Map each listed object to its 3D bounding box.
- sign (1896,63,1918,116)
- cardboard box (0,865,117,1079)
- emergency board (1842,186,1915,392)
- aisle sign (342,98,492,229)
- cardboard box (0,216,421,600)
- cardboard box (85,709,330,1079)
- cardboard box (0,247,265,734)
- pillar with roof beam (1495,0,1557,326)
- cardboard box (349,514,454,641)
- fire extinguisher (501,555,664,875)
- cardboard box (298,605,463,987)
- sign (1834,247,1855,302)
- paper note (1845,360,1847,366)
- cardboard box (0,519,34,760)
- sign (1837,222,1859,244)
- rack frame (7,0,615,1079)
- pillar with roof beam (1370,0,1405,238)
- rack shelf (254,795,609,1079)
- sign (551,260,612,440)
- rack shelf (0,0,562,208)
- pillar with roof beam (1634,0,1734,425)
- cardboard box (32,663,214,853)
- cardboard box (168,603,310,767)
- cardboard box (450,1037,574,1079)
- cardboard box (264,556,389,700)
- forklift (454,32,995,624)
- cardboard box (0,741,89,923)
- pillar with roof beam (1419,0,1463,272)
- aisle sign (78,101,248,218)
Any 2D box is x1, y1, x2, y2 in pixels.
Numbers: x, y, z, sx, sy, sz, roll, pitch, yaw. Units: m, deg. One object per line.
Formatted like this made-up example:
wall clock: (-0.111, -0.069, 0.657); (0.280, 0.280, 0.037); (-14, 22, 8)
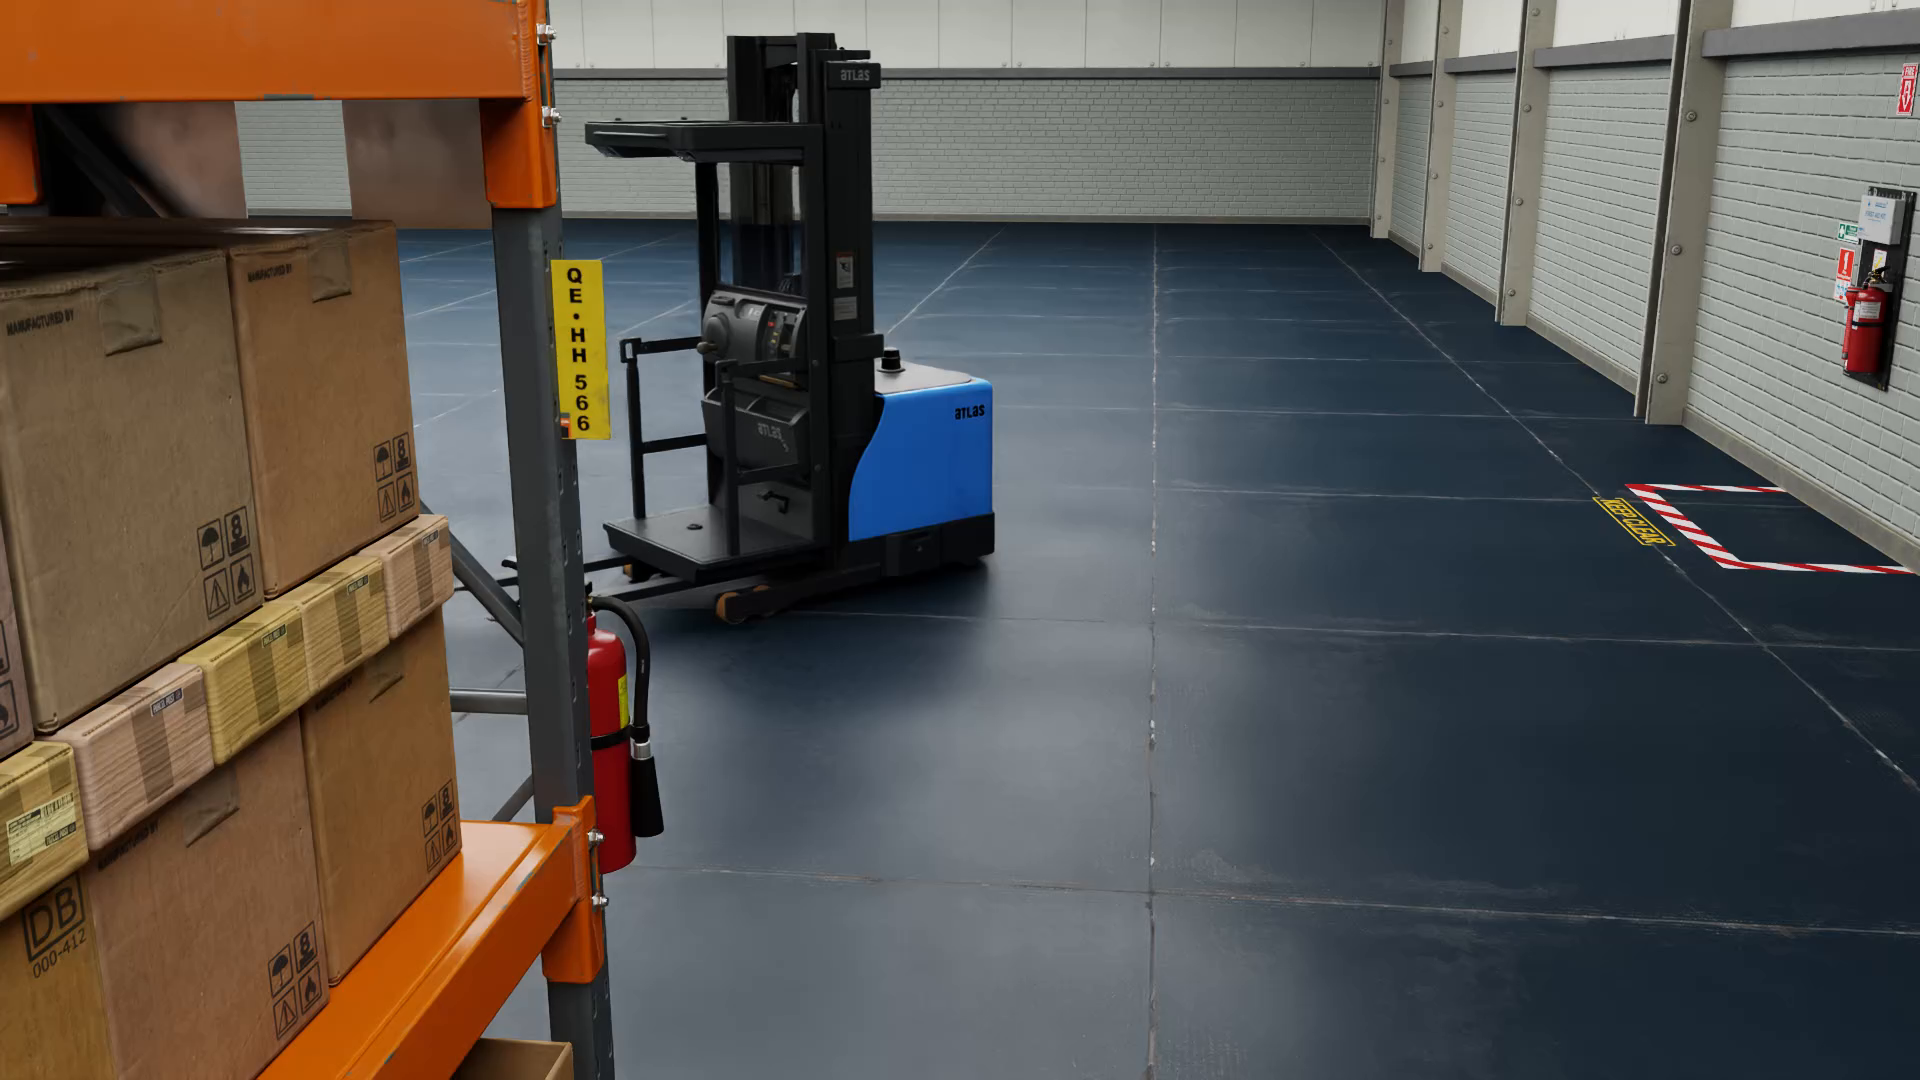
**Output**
sign: (5.571, -2.651, 9.778); (0.001, 0.298, 0.199); (2, 15, 6)
cardboard box: (-1.408, 0.649, 1.825); (0.700, 0.500, 0.500); (2, 15, 7)
emergency board: (5.471, -1.533, 10.084); (0.194, 1.169, 0.643); (2, 15, 6)
aisle sign: (-0.927, -0.952, 2.956); (0.394, 0.787, 0.004); (2, 15, 6)
cardboard box: (-1.297, -0.229, 2.585); (0.700, 0.500, 0.500); (2, 15, 6)
cardboard box: (-1.346, 0.520, 2.301); (0.700, 0.500, 0.500); (2, 15, 8)
cardboard box: (-1.351, -0.092, 2.080); (0.700, 0.500, 0.500); (1, 15, 5)
pillar with roof beam: (2.231, -7.028, 18.914); (9.100, 9.000, 0.400); (2, 15, 6)
cardboard box: (-1.080, 0.055, 2.779); (0.380, 0.149, 0.250); (1, 15, 5)
fire extinguisher: (-0.751, 0.332, 3.337); (0.296, 0.674, 0.183); (2, 15, 6)
cardboard box: (-1.291, 0.384, 2.805); (0.700, 0.500, 0.500); (2, 15, 6)
sign: (5.636, -1.690, 10.598); (0.001, 0.329, 0.234); (2, 15, 6)
paper note: (5.559, -1.151, 10.361); (0.016, 0.148, 0.142); (2, 15, 6)
cardboard box: (-1.407, 0.038, 1.596); (0.700, 0.500, 0.500); (2, 15, 6)
sign: (5.626, -1.945, 10.526); (0.001, 0.109, 0.331); (2, 15, 6)
rack frame: (-1.223, 0.311, 3.264); (0.949, 2.616, 0.053); (2, 15, 6)
pillar with roof beam: (3.585, -10.140, 30.424); (9.100, 9.000, 0.400); (2, 15, 6)
rack shelf: (-1.452, 1.177, 1.440); (1.077, 0.370, 4.000); (2, 15, 6)
sign: (-0.688, -0.342, 3.010); (0.100, 0.325, 0.005); (2, 15, 6)
rack shelf: (-1.452, -0.271, 1.048); (1.077, 0.370, 4.000); (2, 15, 6)
pillar with roof beam: (1.553, -5.472, 13.159); (9.100, 9.000, 0.400); (2, 15, 6)
cardboard box: (-1.167, 0.254, 2.042); (0.380, 0.149, 0.250); (2, 15, 7)
cardboard box: (-1.137, 0.189, 2.283); (0.380, 0.149, 0.250); (1, 15, 5)
cardboard box: (-0.991, 1.222, 2.924); (0.500, 0.500, 0.500); (2, 15, 6)
cardboard box: (-1.108, 0.123, 2.528); (0.380, 0.149, 0.250); (2, 15, 8)
forklift: (-1.263, -1.135, 8.746); (3.031, 2.935, 1.130); (-12, 19, -37)
cardboard box: (-1.197, 0.322, 1.790); (0.380, 0.149, 0.250); (2, 15, 8)
pillar with roof beam: (2.908, -8.584, 24.669); (9.100, 9.000, 0.400); (2, 15, 6)
aisle sign: (-1.523, -0.970, 3.021); (0.394, 0.787, 0.004); (2, 15, 6)
